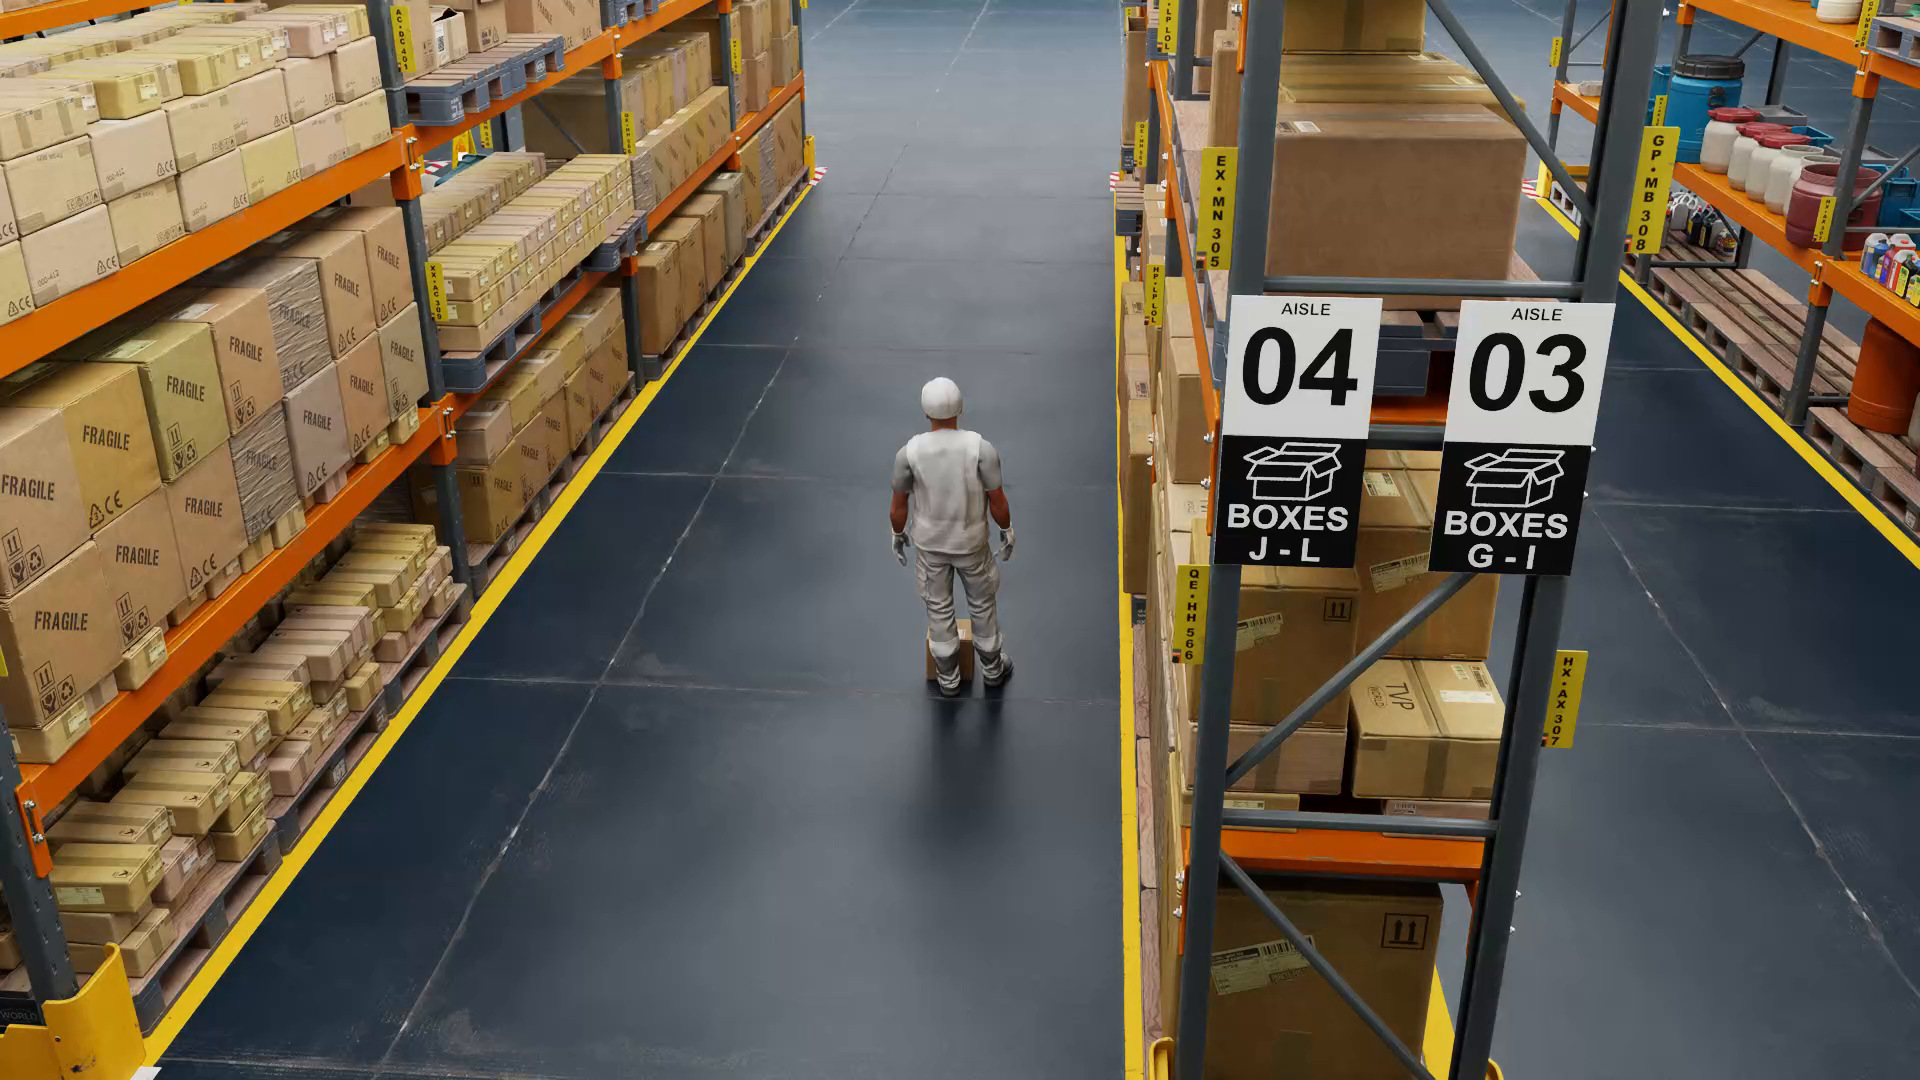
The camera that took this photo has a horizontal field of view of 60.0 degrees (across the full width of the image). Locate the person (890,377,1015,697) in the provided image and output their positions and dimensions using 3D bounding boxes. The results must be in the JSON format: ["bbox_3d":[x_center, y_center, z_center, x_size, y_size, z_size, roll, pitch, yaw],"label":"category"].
[{"bbox_3d":[-0.030,-0.030,8.617,0.638,1.789,0.563,2,24,4],"label":"person"}]
